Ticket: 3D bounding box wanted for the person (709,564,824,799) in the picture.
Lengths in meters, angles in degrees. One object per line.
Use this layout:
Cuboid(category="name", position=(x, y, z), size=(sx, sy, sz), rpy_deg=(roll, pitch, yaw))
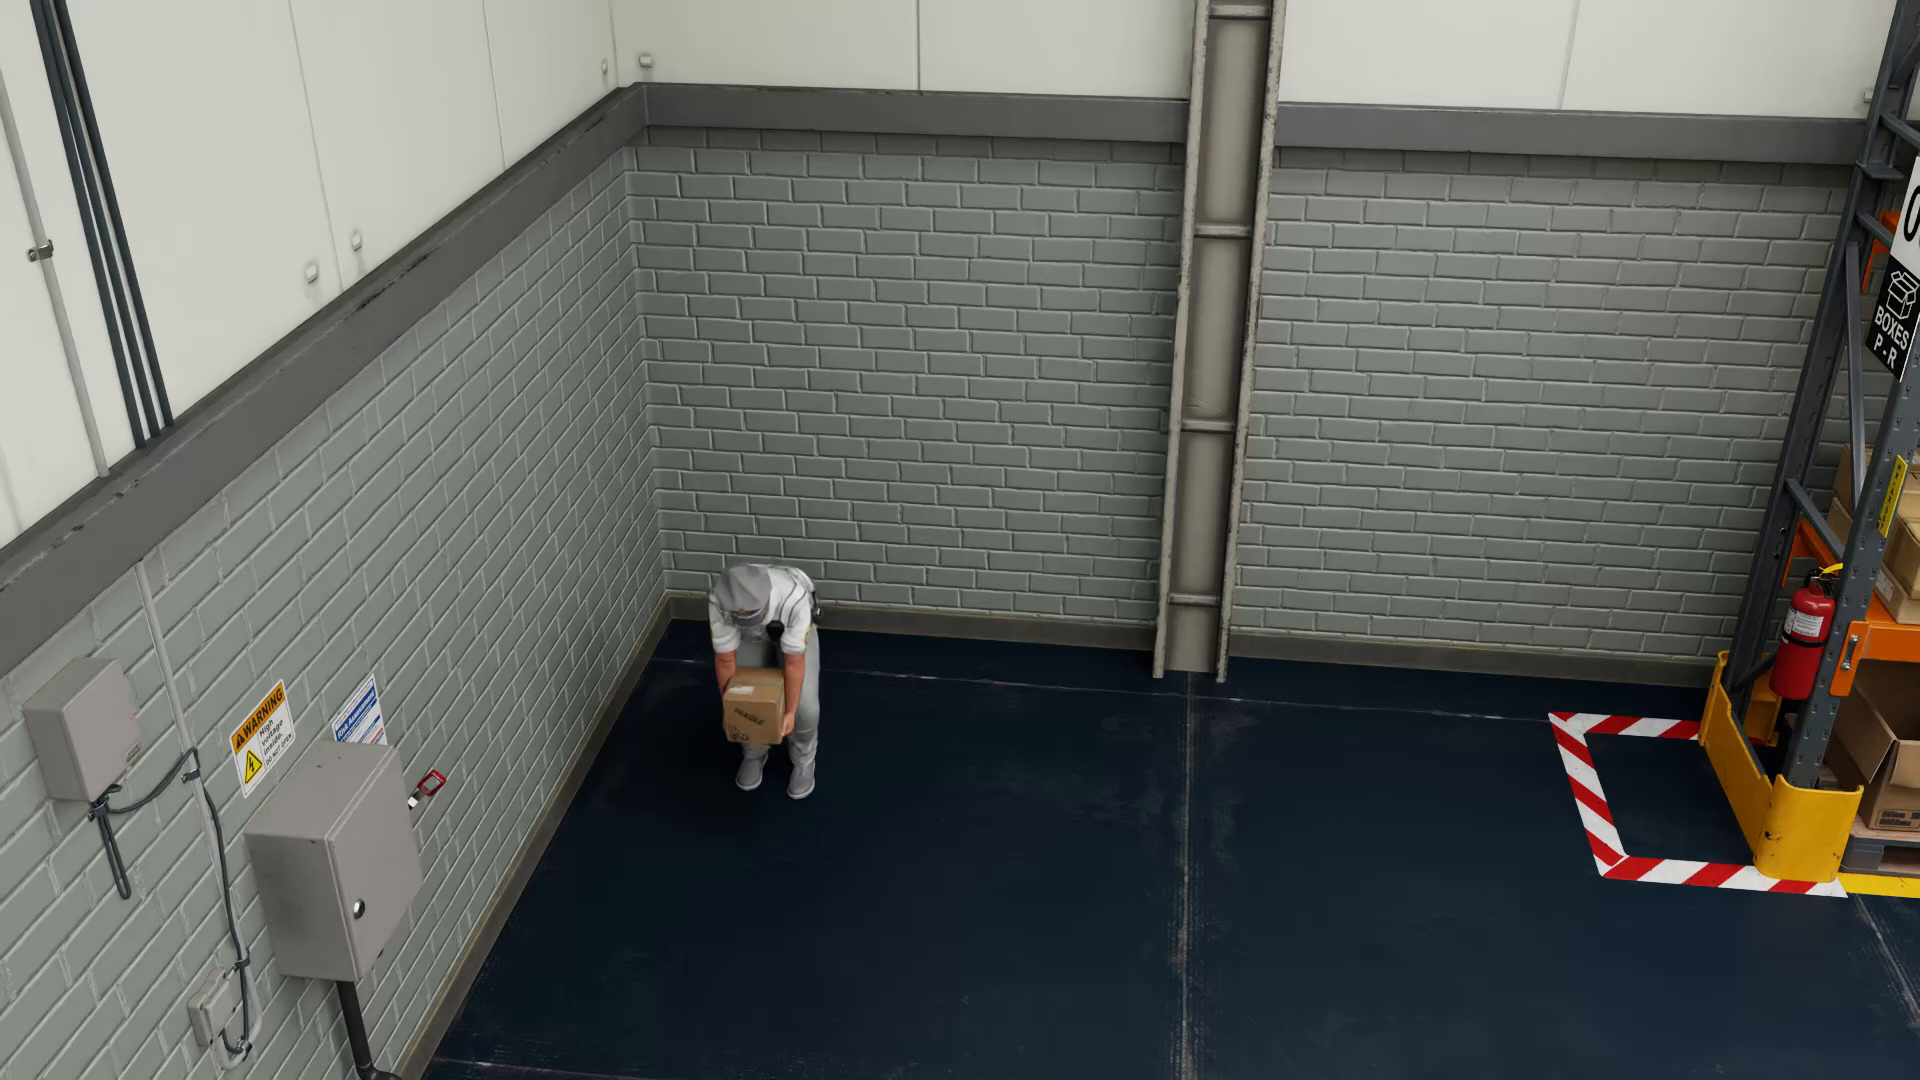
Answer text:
Cuboid(category="person", position=(-0.910, 0.625, 7.781), size=(0.490, 1.445, 0.931), rpy_deg=(3, 28, 5))
